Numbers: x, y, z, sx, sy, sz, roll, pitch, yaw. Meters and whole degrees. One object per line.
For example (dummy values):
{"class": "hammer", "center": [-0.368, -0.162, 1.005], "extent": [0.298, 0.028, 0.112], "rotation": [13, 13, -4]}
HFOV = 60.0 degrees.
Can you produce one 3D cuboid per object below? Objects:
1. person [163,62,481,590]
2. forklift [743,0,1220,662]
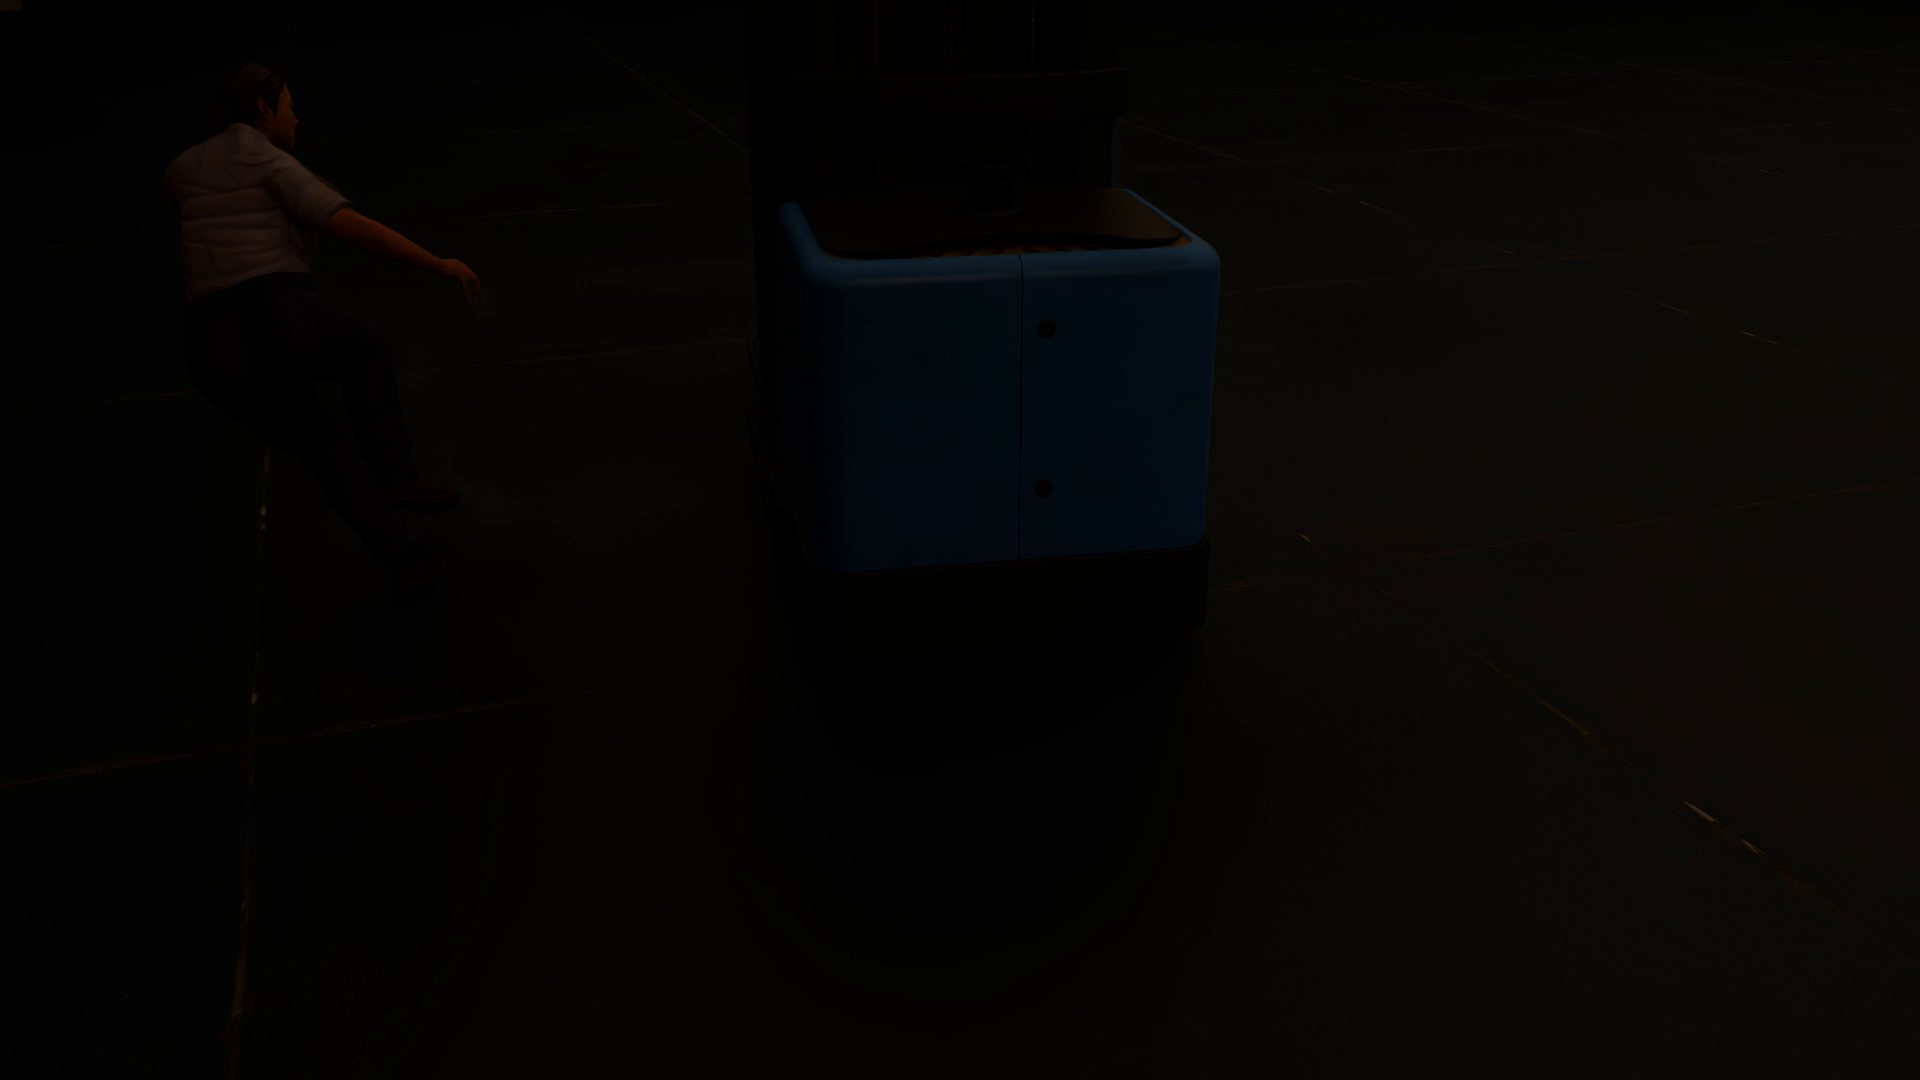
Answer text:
{"class": "person", "center": [-1.811, -0.620, 4.749], "extent": [0.916, 1.424, 0.856], "rotation": [0, 23, 1]}
{"class": "forklift", "center": [-0.129, -1.586, 5.069], "extent": [1.130, 2.935, 3.031], "rotation": [-4, 23, -10]}
